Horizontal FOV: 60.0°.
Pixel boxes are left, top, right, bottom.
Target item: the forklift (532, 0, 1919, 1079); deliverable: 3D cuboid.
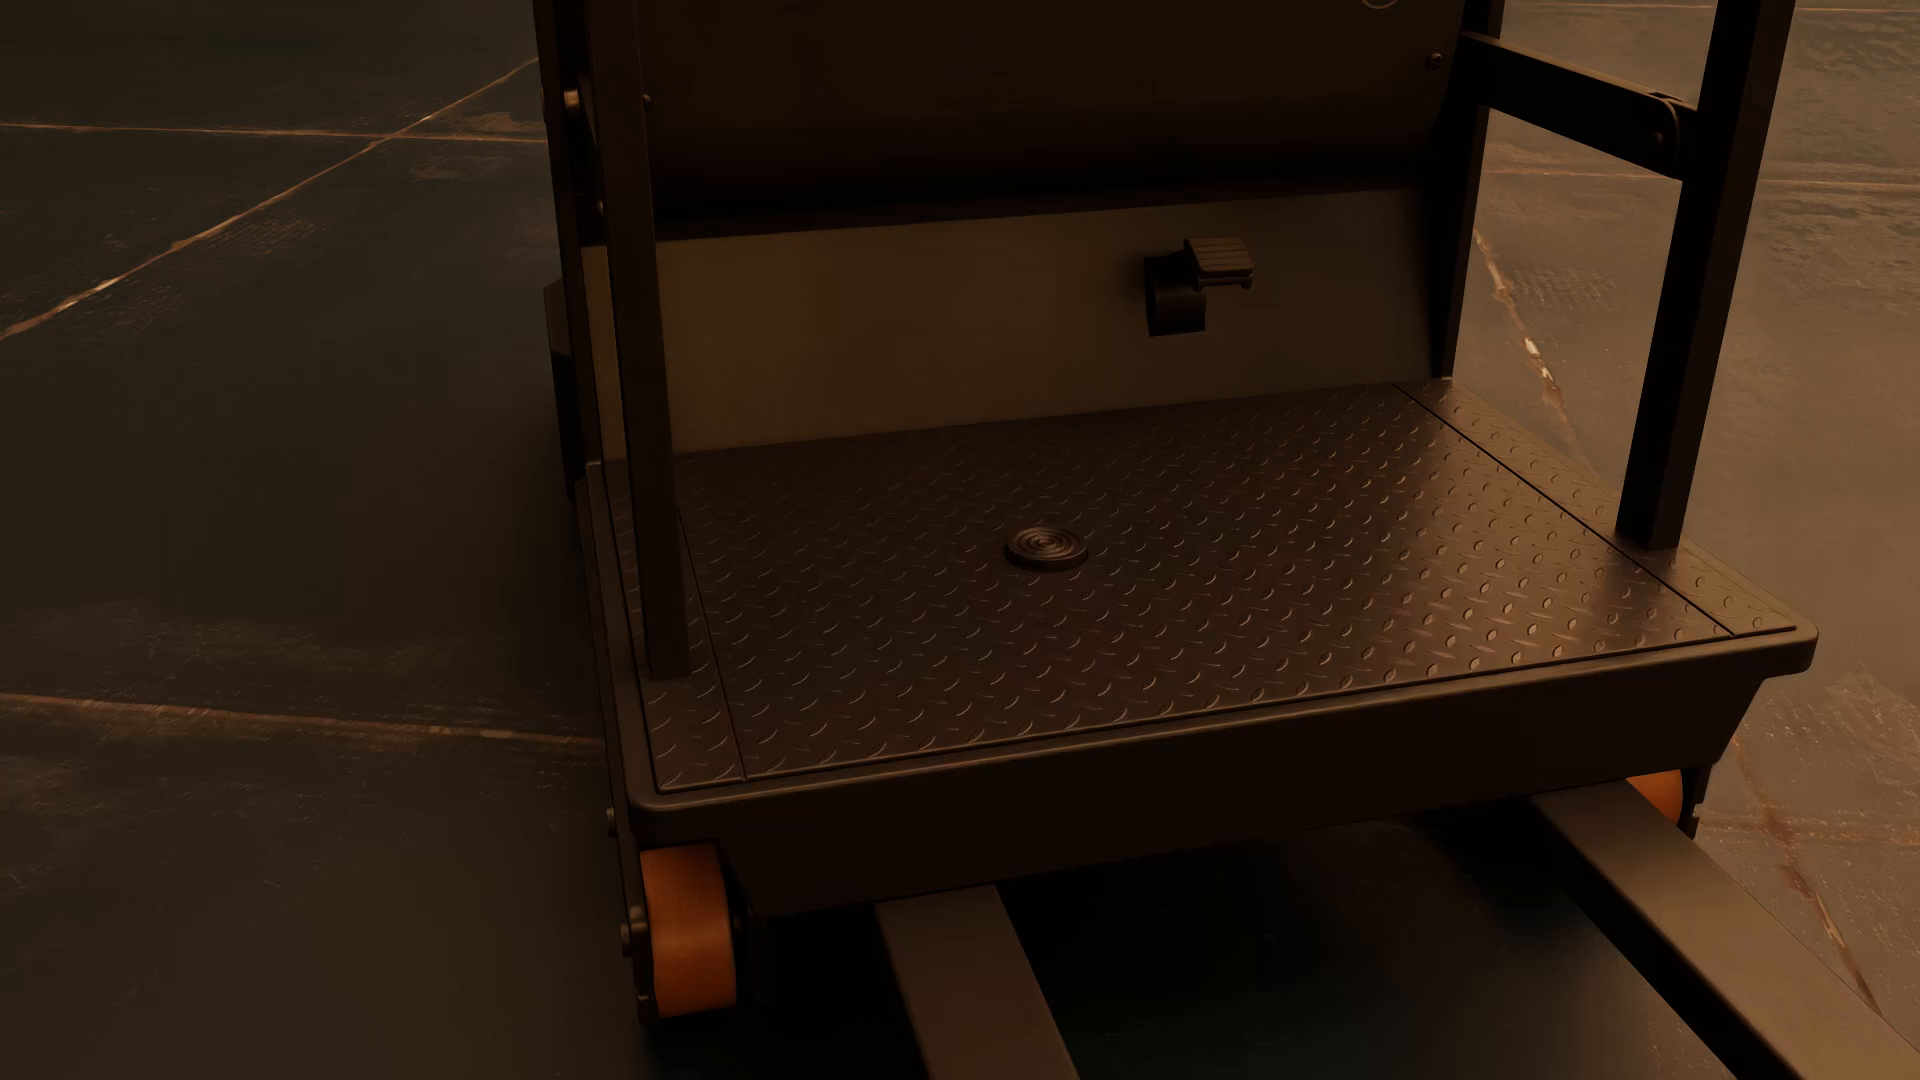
[{"bbox_3d":[0.153,-1.049,1.319,1.130,2.935,3.031,-7,27,-13],"label":"forklift"}]
